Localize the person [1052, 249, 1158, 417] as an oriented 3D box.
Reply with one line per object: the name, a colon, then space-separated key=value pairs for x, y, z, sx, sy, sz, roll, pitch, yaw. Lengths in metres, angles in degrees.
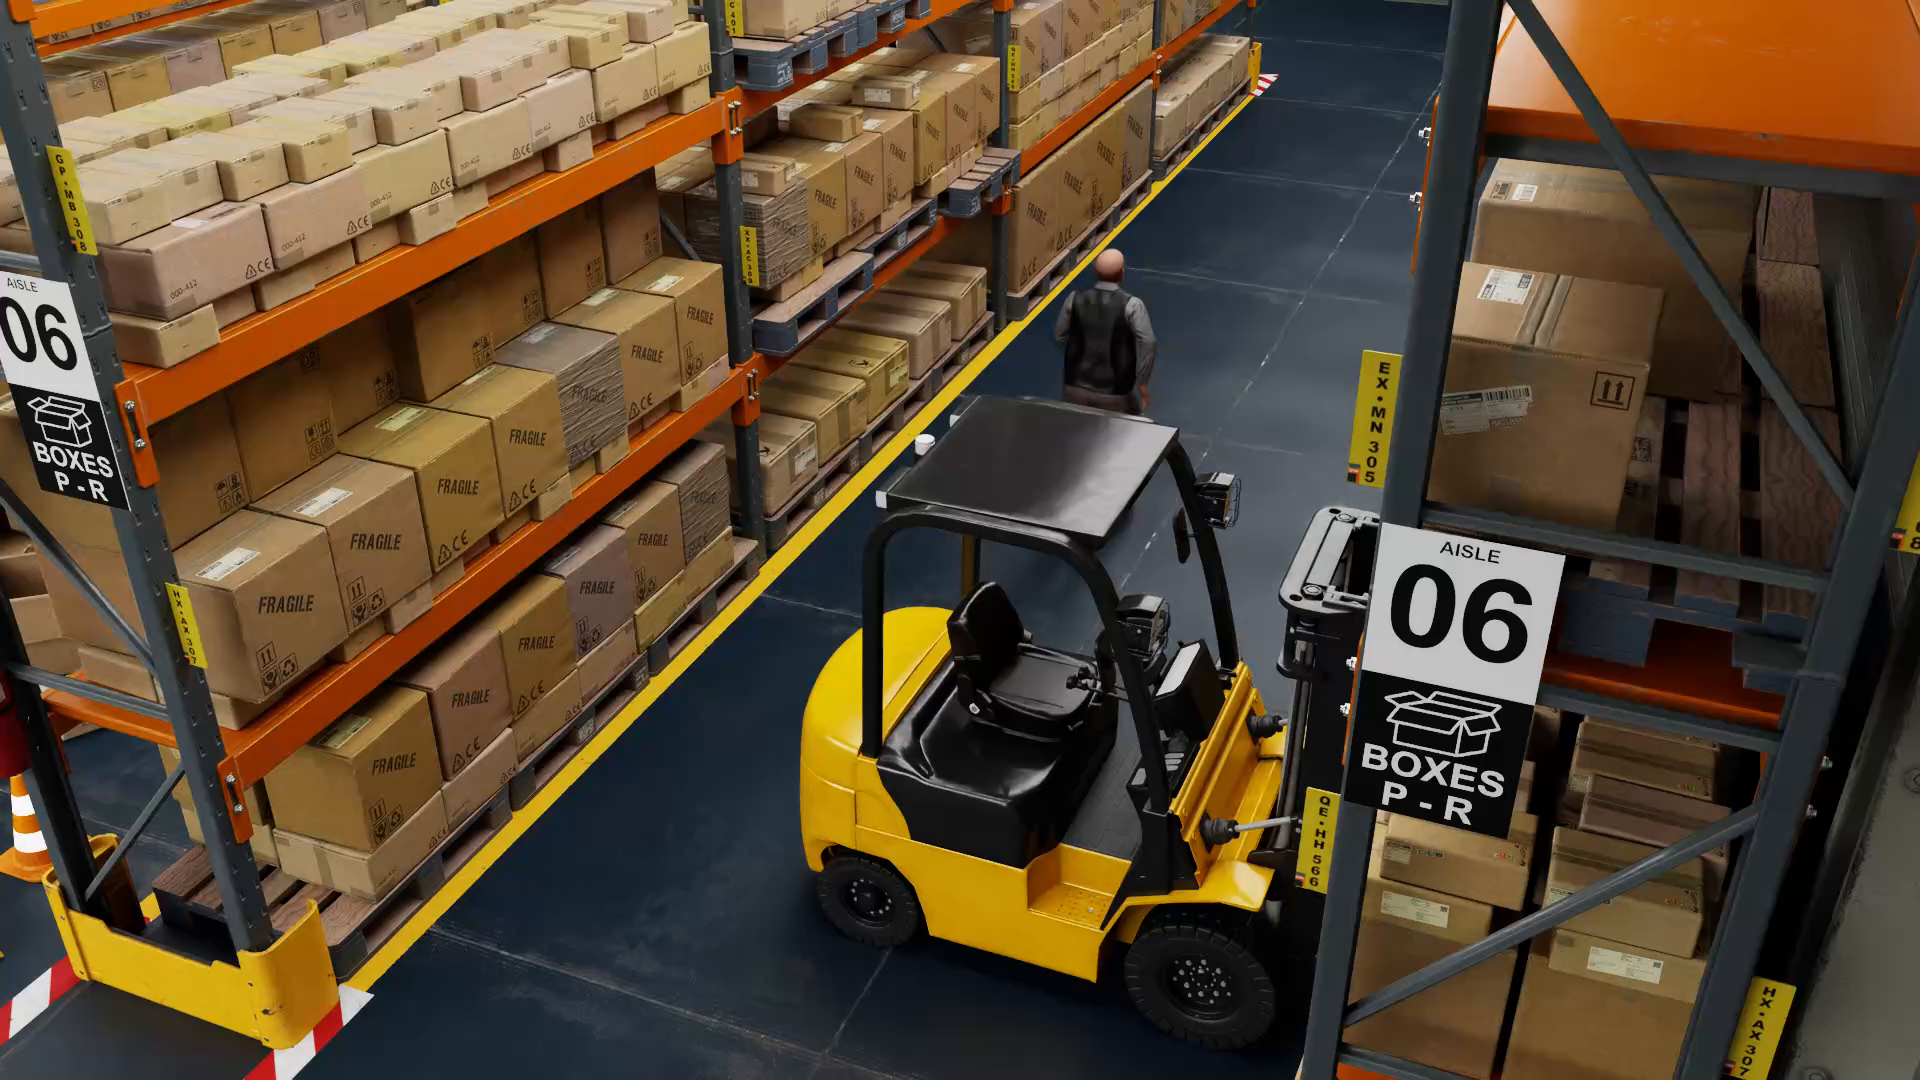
person: x=0.870 y=-0.940 z=10.164 sx=0.682 sy=1.645 sz=0.738 roll=9 pitch=31 yaw=15
